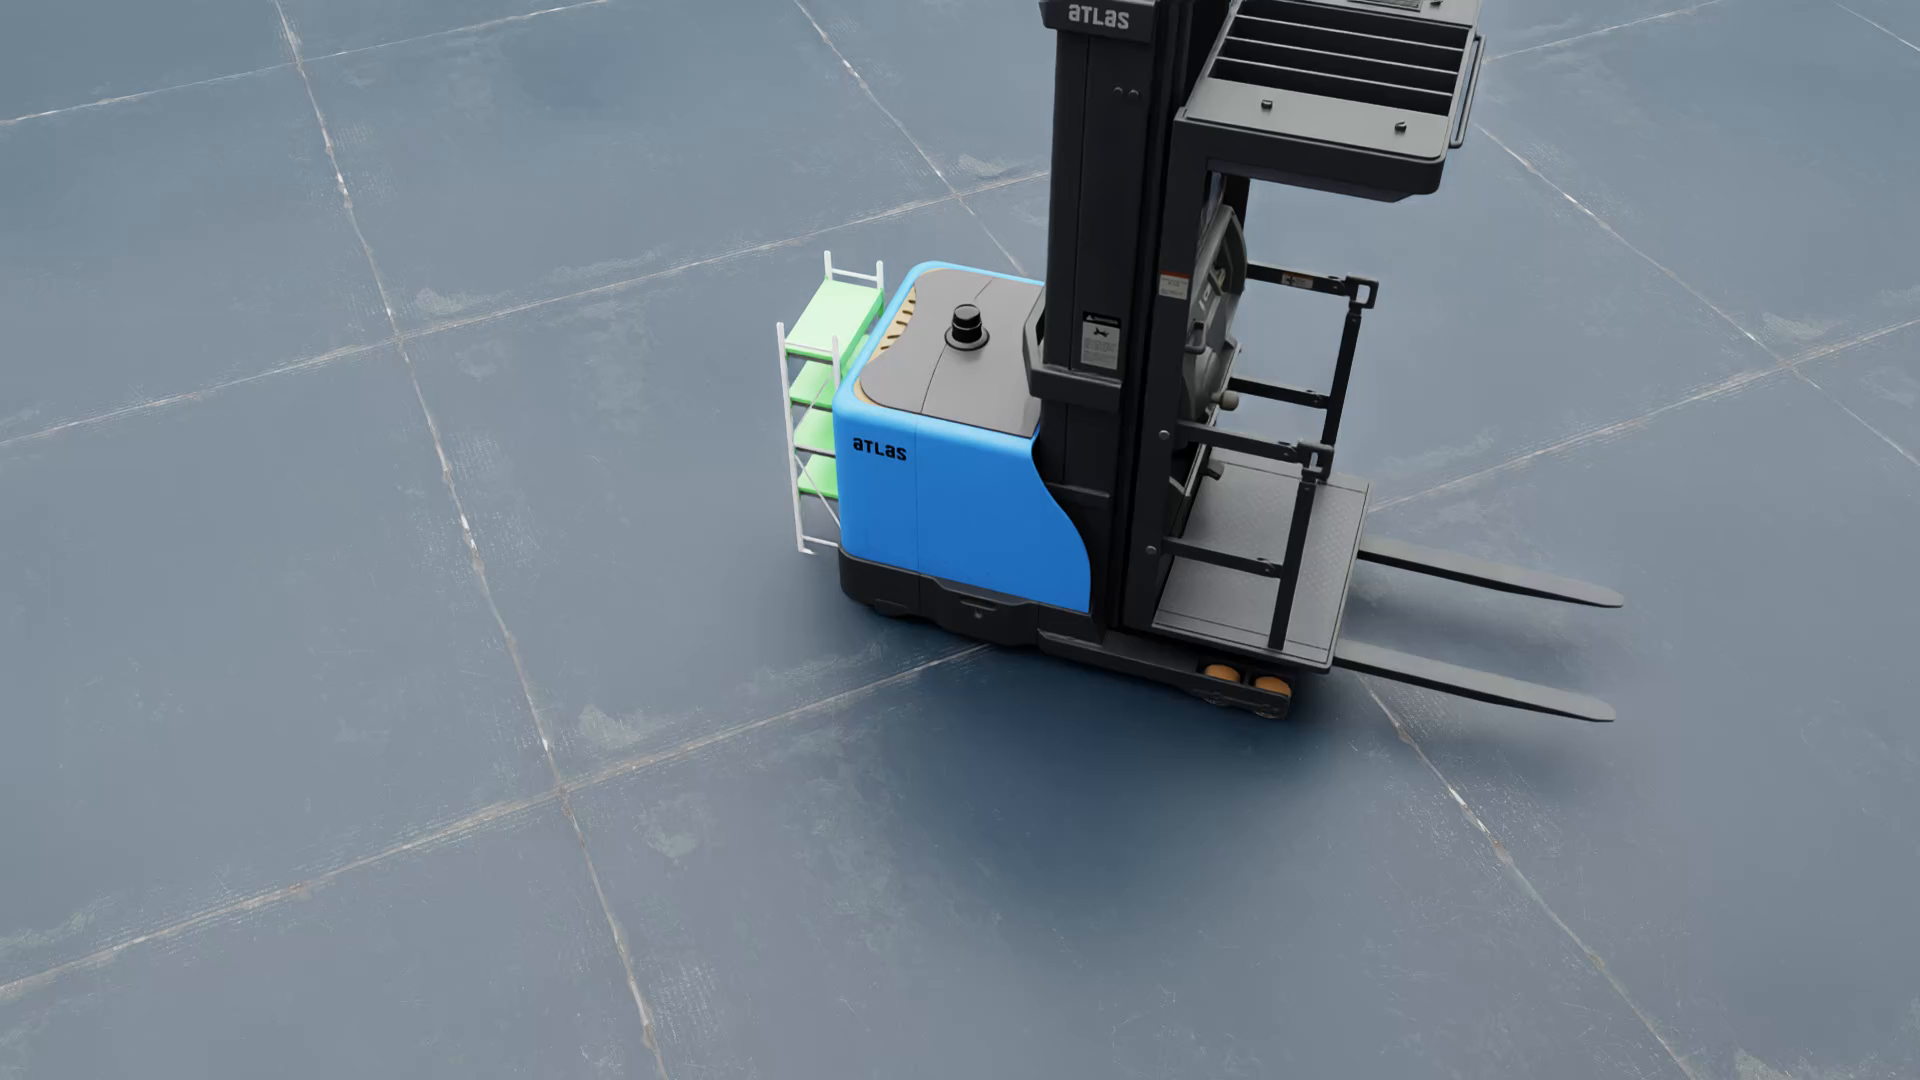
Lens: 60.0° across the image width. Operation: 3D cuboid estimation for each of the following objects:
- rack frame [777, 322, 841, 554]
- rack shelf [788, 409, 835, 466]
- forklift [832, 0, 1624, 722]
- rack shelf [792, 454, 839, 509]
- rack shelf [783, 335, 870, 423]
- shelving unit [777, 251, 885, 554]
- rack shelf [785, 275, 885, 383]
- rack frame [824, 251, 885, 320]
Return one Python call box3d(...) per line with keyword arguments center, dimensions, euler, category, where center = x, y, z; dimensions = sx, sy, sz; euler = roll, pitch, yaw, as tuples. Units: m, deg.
box3d(center=(-0.570, -0.358, 6.628), dimensions=(0.240, 1.200, 0.015), euler=(13, 46, 13), category="rack frame")
box3d(center=(-0.495, -0.476, 6.838), dimensions=(0.258, 0.148, 0.480), euler=(13, 46, 13), category="rack shelf")
box3d(center=(1.084, -0.779, 5.821), dimensions=(3.031, 2.935, 1.130), euler=(13, 46, 13), category="forklift")
box3d(center=(-0.495, -0.305, 7.006), dimensions=(0.258, 0.148, 0.480), euler=(13, 46, 13), category="rack shelf")
box3d(center=(-0.495, -0.647, 6.669), dimensions=(0.258, 0.148, 0.480), euler=(13, 46, 13), category="rack shelf")
box3d(center=(-0.495, -0.521, 6.793), dimensions=(0.258, 1.200, 0.503), euler=(13, 46, 13), category="shelving unit")
box3d(center=(-0.495, -0.817, 6.501), dimensions=(0.258, 0.148, 0.480), euler=(13, 46, 13), category="rack shelf")
box3d(center=(-0.419, -0.684, 6.958), dimensions=(0.240, 1.200, 0.015), euler=(13, 46, 13), category="rack frame")
